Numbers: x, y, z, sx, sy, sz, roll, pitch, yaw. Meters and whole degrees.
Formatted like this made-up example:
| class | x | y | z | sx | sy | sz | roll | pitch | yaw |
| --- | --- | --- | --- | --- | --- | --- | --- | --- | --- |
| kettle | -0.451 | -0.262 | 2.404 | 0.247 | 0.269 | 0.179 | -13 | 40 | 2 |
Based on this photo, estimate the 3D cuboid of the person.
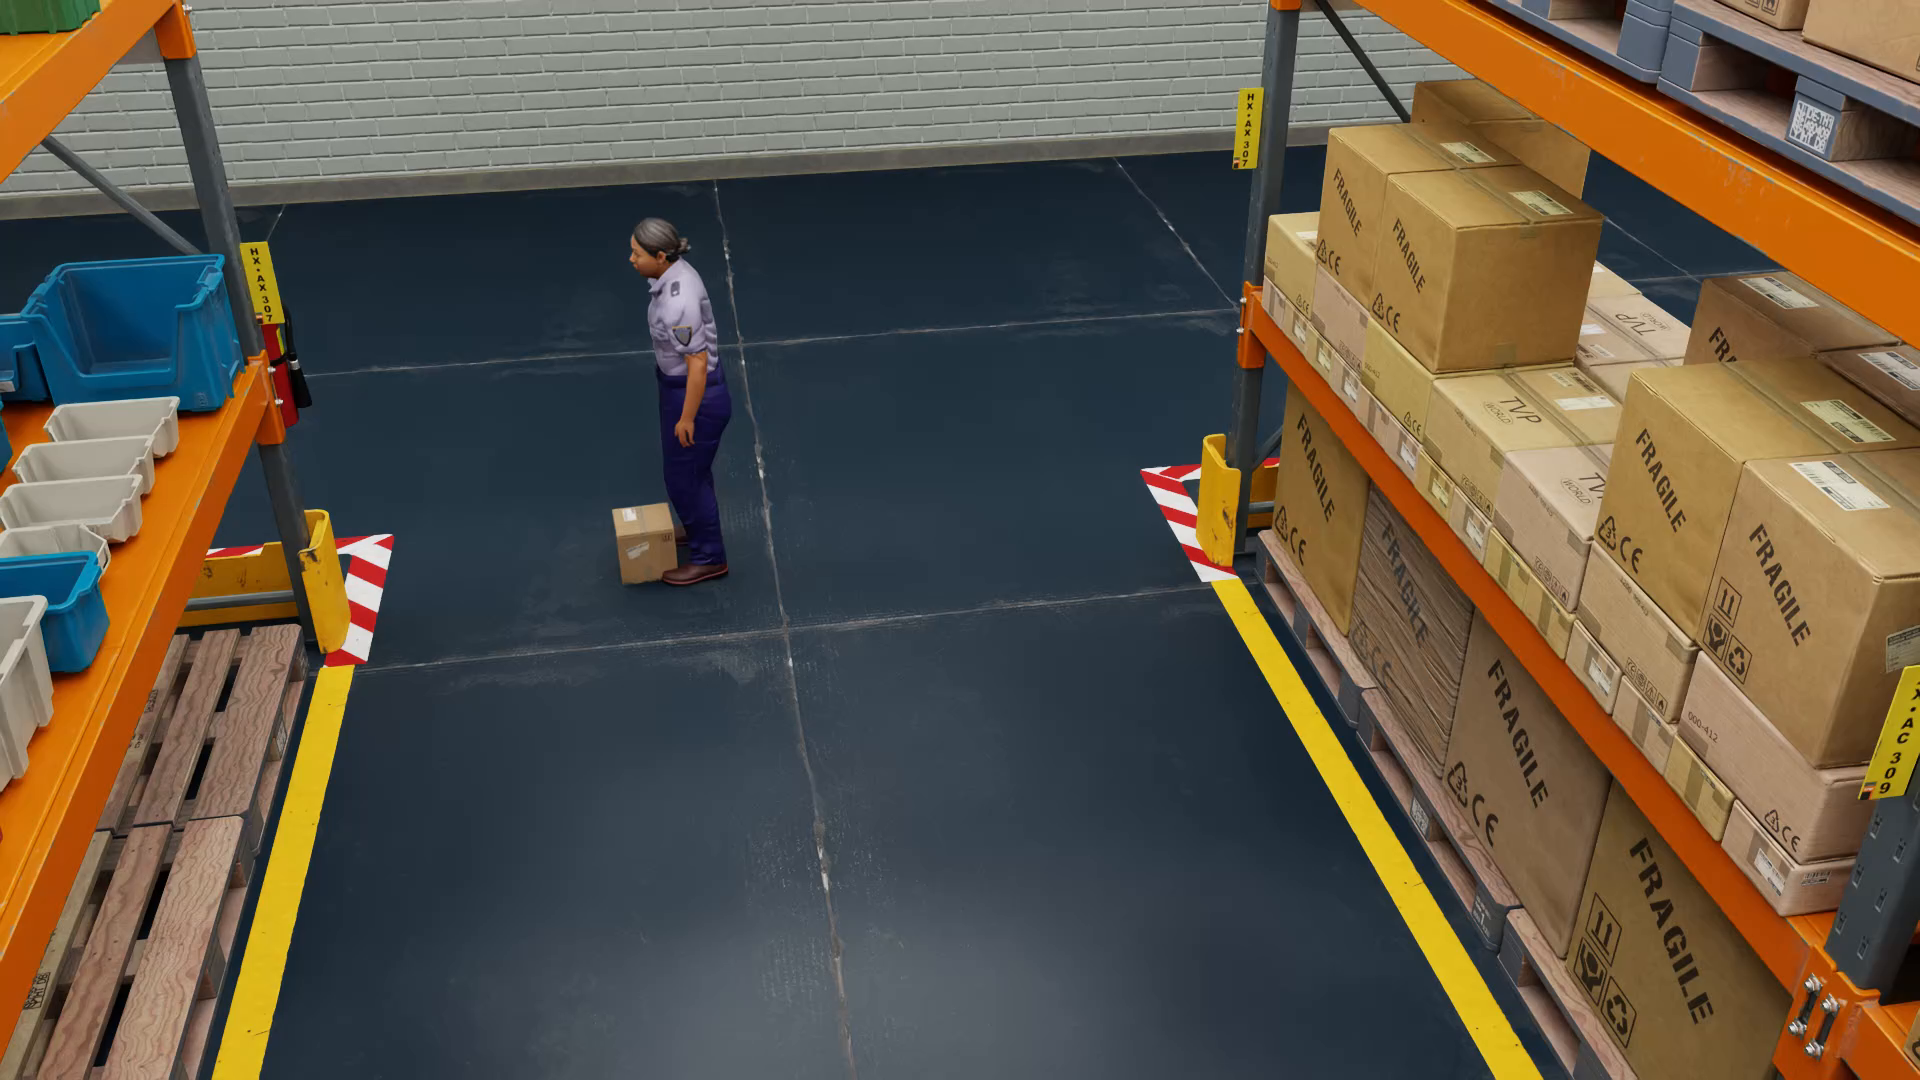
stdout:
| class | x | y | z | sx | sy | sz | roll | pitch | yaw |
| --- | --- | --- | --- | --- | --- | --- | --- | --- | --- |
| person | -1.181 | -0.613 | 7.166 | 0.372 | 1.650 | 0.545 | -7 | 31 | -11 |
